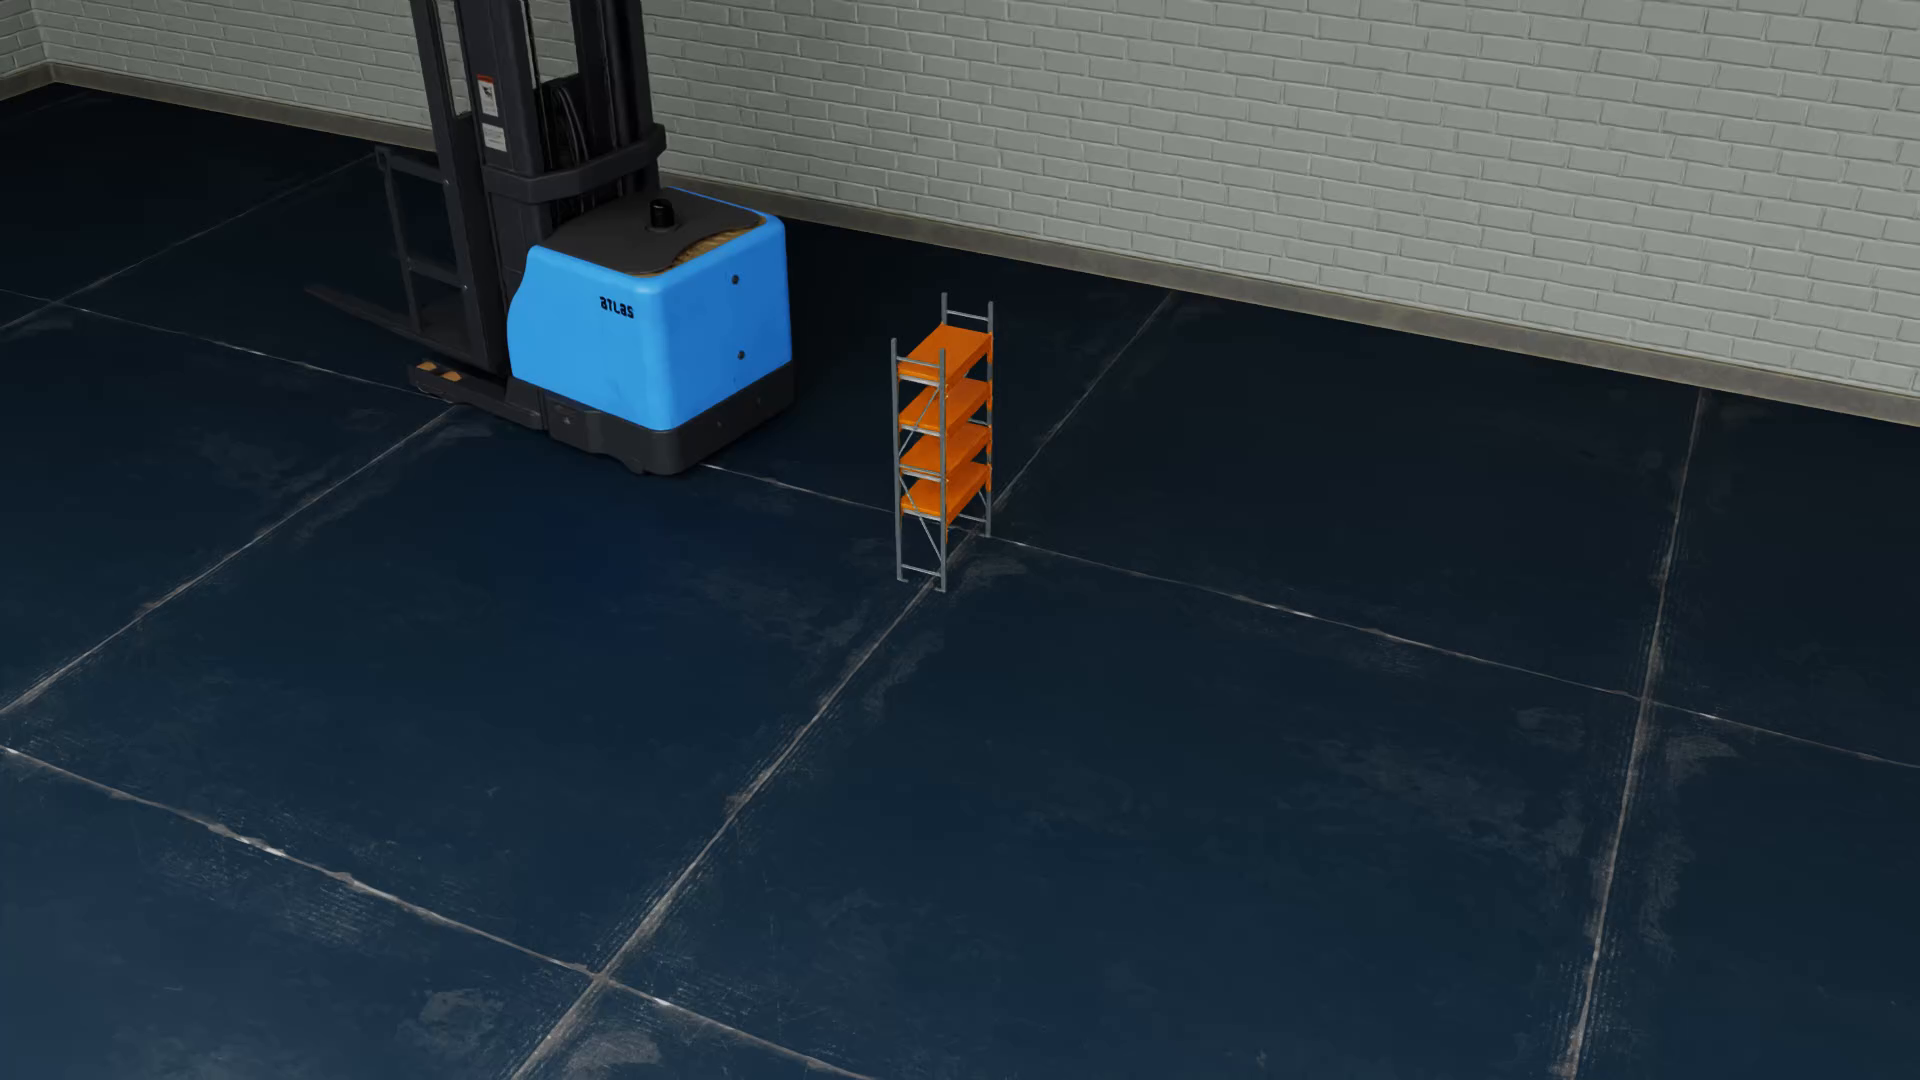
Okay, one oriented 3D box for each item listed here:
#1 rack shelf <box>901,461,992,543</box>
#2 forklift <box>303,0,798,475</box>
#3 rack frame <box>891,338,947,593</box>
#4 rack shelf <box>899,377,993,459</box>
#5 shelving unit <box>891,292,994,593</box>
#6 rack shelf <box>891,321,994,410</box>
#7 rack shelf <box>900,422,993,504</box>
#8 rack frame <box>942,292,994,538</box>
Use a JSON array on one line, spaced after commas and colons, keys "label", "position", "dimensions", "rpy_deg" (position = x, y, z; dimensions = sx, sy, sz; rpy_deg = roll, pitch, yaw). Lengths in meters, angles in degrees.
[{"label": "rack shelf", "position": [-0.069, -0.197, 7.441], "dimensions": [0.258, 0.148, 0.480], "rpy_deg": [14, 36, 20]}, {"label": "forklift", "position": [-2.351, -2.169, 8.385], "dimensions": [3.031, 2.935, 1.130], "rpy_deg": [21, 39, 29]}, {"label": "rack frame", "position": [-0.171, -0.298, 7.110], "dimensions": [0.240, 1.200, 0.015], "rpy_deg": [14, 36, 20]}, {"label": "rack shelf", "position": [-0.069, -0.550, 7.210], "dimensions": [0.258, 0.148, 0.480], "rpy_deg": [14, 36, 20]}, {"label": "shelving unit", "position": [-0.069, -0.419, 7.295], "dimensions": [0.258, 1.200, 0.503], "rpy_deg": [14, 36, 20]}, {"label": "rack shelf", "position": [-0.069, -0.748, 7.080], "dimensions": [0.258, 0.148, 0.480], "rpy_deg": [14, 36, 20]}, {"label": "rack shelf", "position": [-0.069, -0.363, 7.332], "dimensions": [0.258, 0.148, 0.480], "rpy_deg": [14, 36, 20]}, {"label": "rack frame", "position": [0.033, -0.541, 7.481], "dimensions": [0.240, 1.200, 0.015], "rpy_deg": [14, 36, 20]}]
